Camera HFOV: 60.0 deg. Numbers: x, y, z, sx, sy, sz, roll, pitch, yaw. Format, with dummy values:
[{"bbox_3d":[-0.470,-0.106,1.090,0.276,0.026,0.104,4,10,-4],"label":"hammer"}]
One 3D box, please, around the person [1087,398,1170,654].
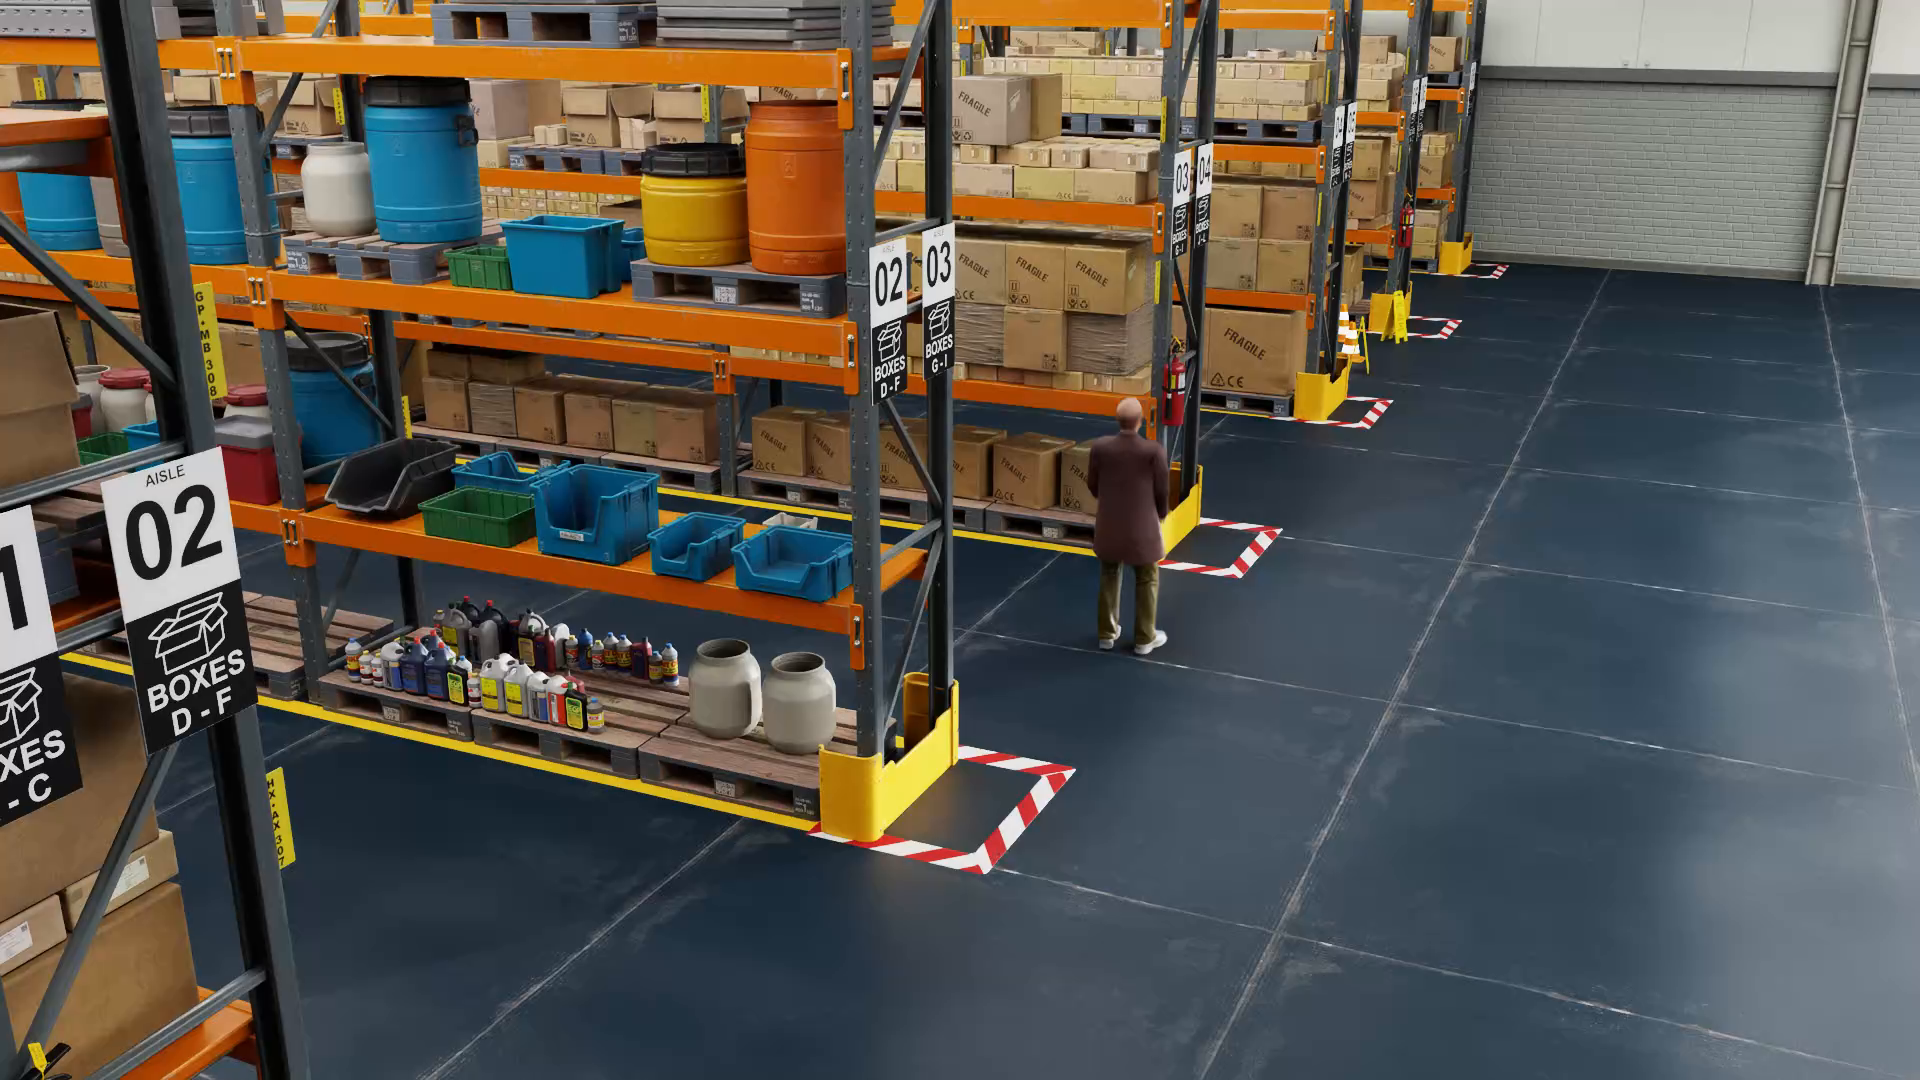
[{"bbox_3d":[1.165,-0.114,11.411,0.577,1.782,0.455,8,20,22],"label":"person"}]
